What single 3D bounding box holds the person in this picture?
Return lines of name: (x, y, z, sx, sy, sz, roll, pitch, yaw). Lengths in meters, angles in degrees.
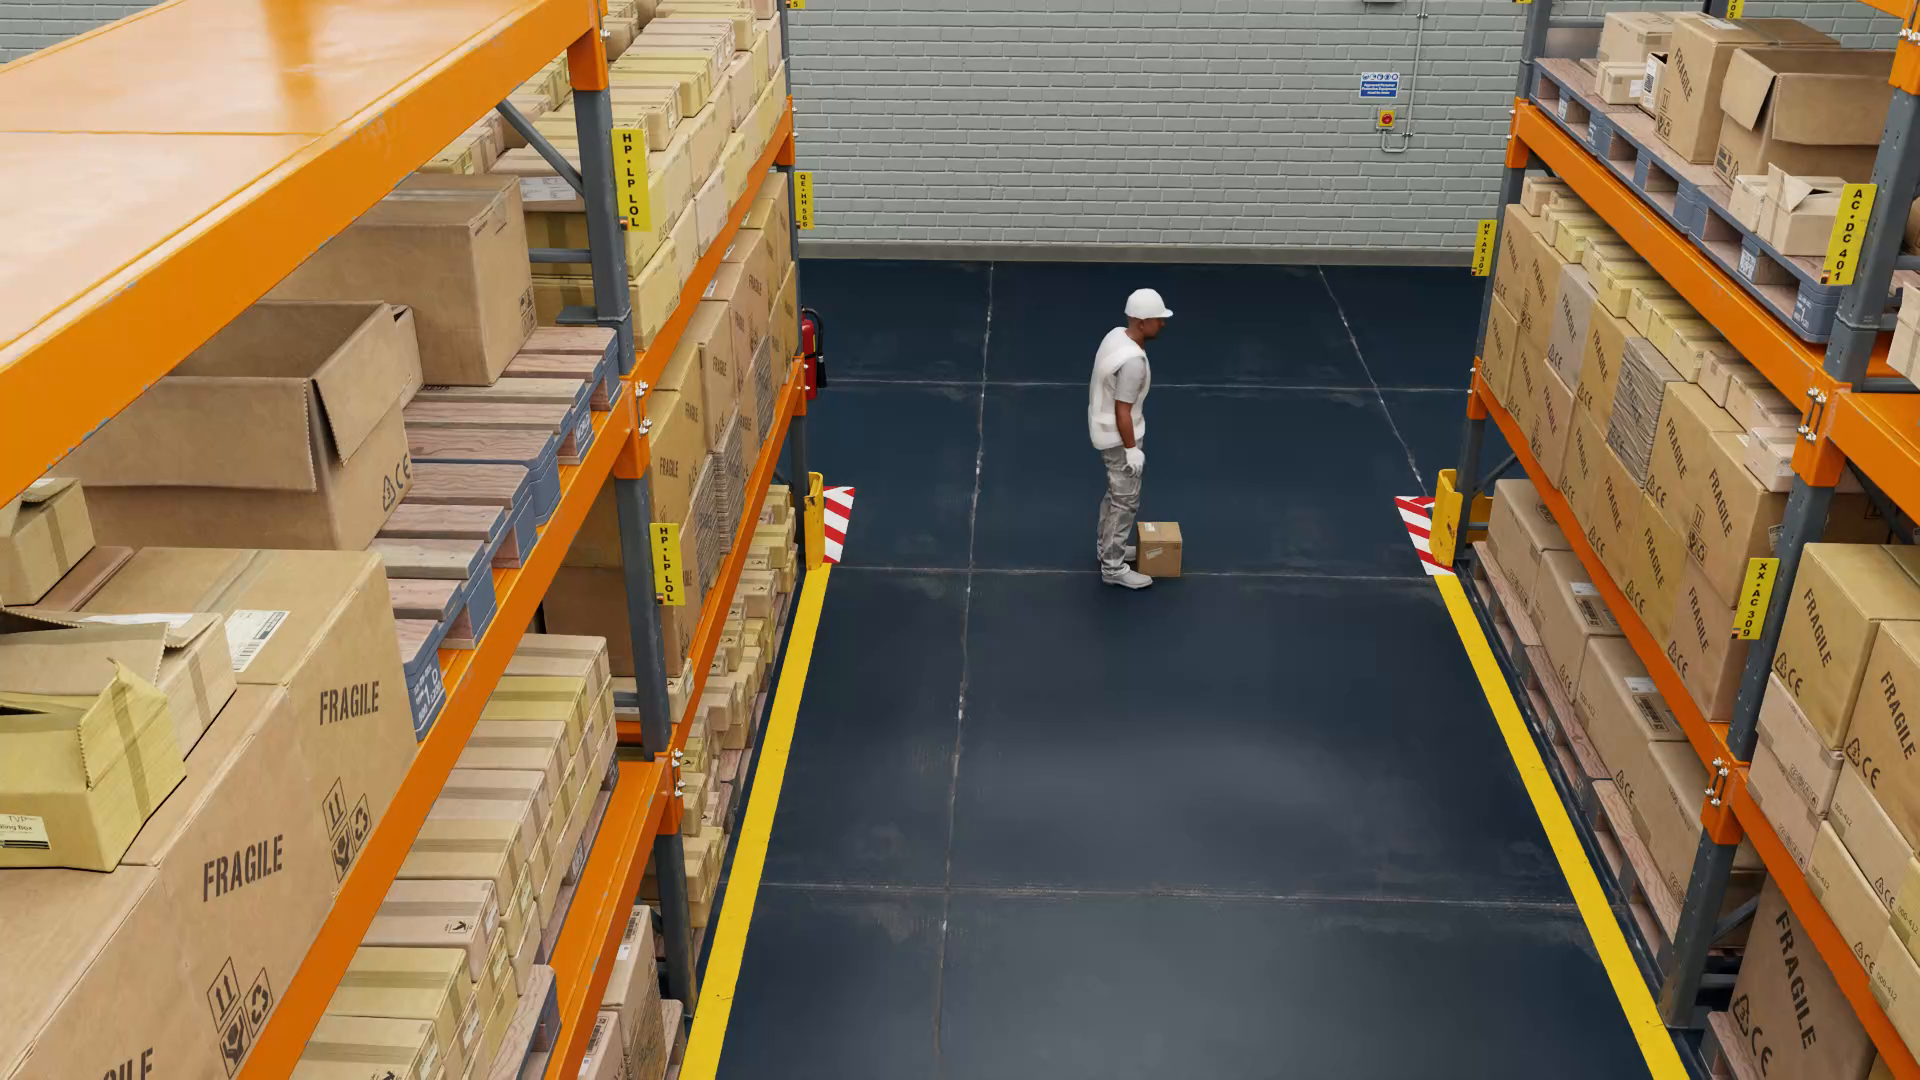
person: (0.983, -0.614, 9.777, 0.454, 1.774, 0.624, 1, 28, 1)
